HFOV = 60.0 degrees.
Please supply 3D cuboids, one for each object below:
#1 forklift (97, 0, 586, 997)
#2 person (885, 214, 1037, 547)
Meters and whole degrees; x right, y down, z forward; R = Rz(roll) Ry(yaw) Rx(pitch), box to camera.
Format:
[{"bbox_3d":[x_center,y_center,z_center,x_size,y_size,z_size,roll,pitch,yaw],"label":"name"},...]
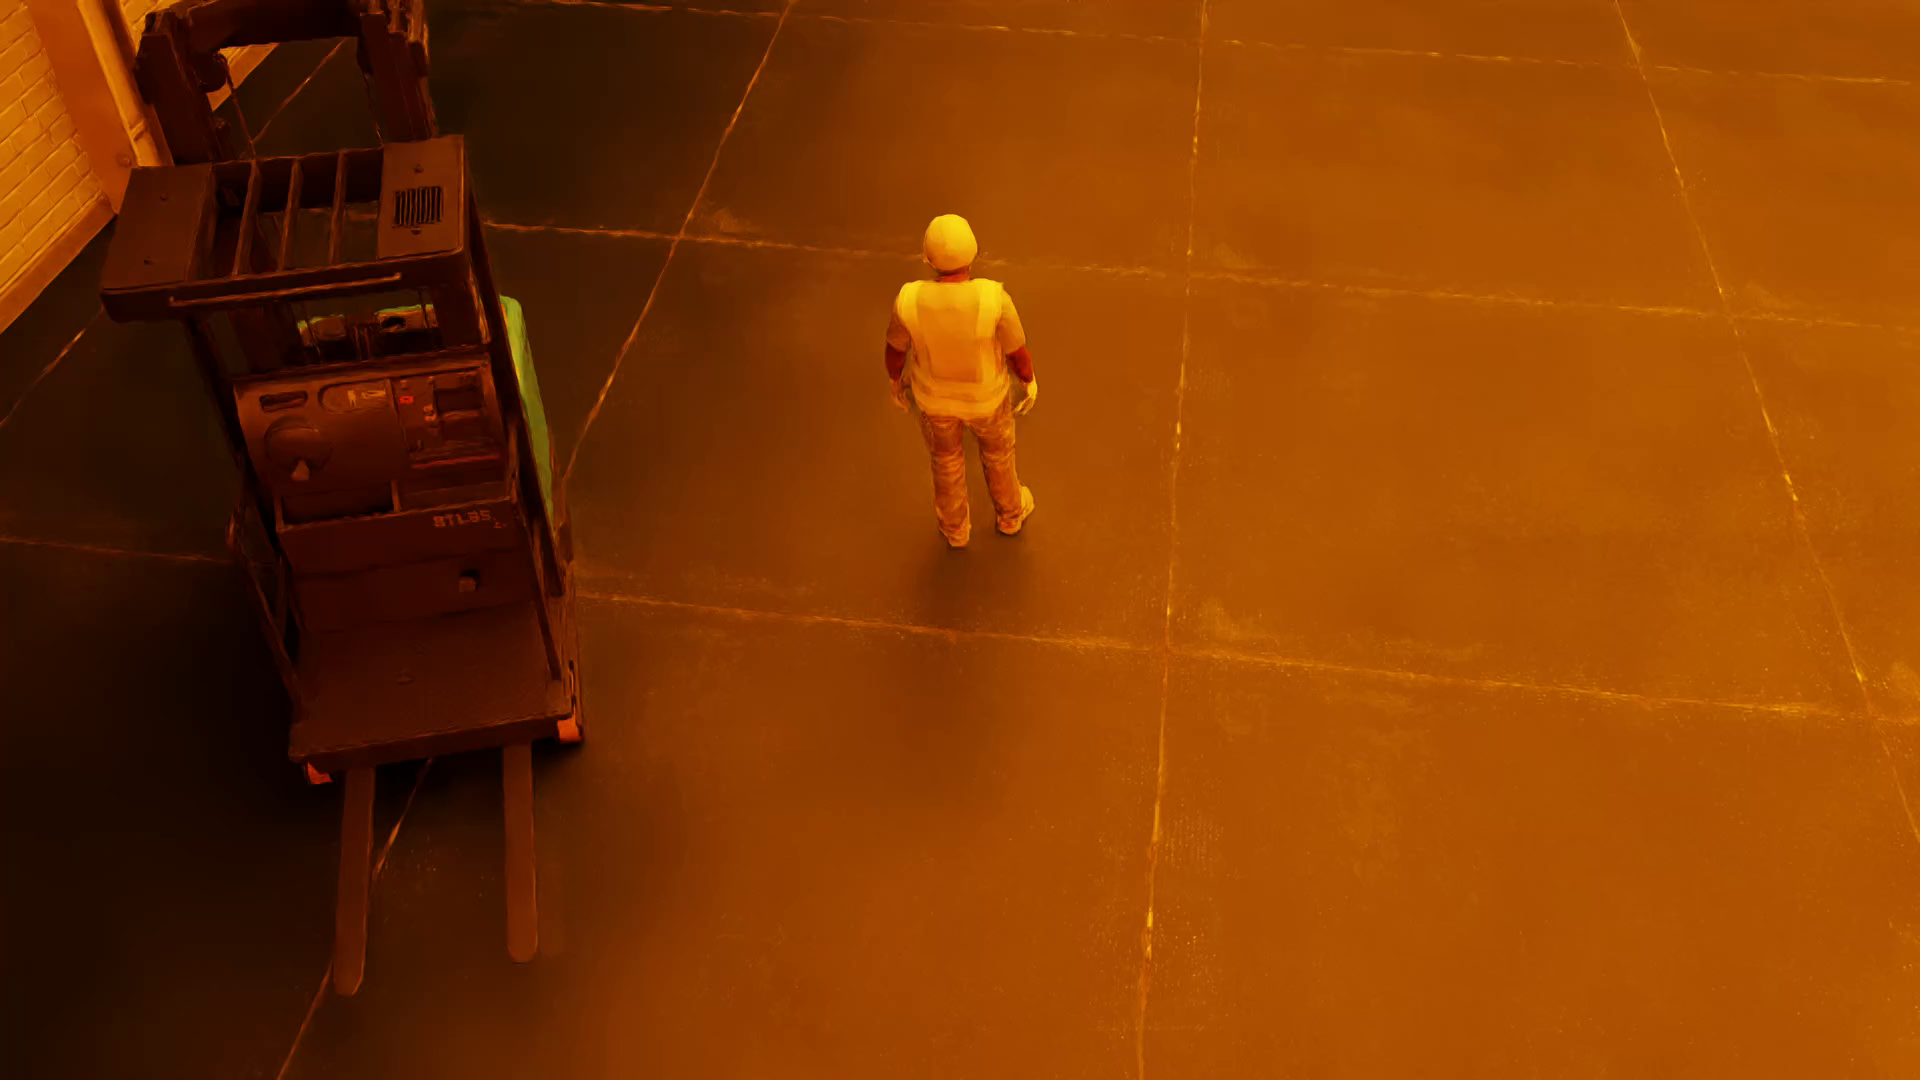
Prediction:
[{"bbox_3d":[-2.178,-0.366,6.123,1.130,2.935,3.031,-8,43,-9],"label":"forklift"},{"bbox_3d":[0.017,-0.709,7.335,0.655,1.782,0.576,5,43,6],"label":"person"}]
